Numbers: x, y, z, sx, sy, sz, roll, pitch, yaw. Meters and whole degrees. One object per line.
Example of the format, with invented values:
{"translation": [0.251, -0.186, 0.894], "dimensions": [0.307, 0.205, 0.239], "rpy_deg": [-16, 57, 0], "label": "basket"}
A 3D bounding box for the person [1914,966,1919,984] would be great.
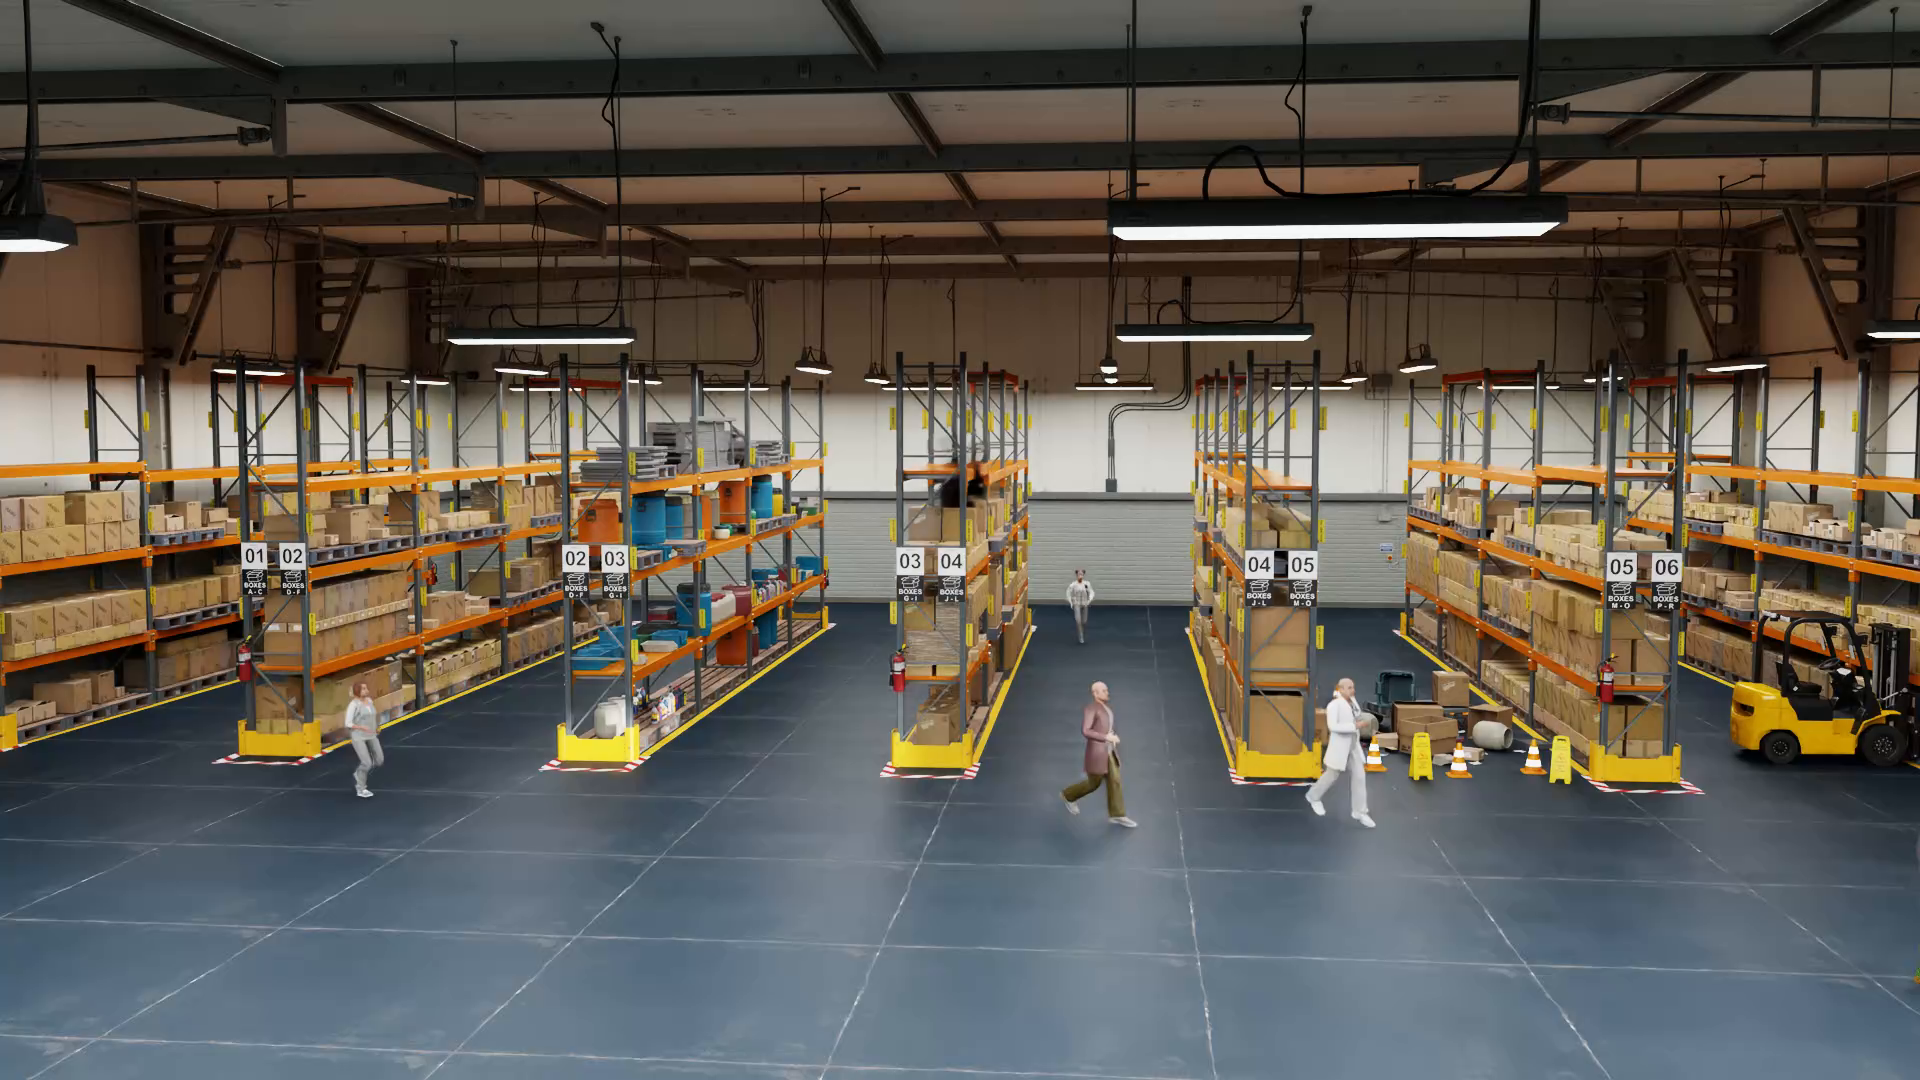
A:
{"translation": [8.678, 3.097, 14.290], "dimensions": [0.788, 1.836, 0.637], "rpy_deg": [4, 5, 41], "label": "person"}

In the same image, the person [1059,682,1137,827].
{"translation": [1.712, 2.683, 20.623], "dimensions": [1.053, 1.687, 0.713], "rpy_deg": [3, 5, 34], "label": "person"}

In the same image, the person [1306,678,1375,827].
{"translation": [4.760, 2.608, 20.745], "dimensions": [0.691, 1.793, 1.039], "rpy_deg": [-3, 5, -36], "label": "person"}

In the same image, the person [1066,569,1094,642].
{"translation": [2.750, 1.486, 37.977], "dimensions": [0.657, 1.661, 0.587], "rpy_deg": [0, 4, -3], "label": "person"}

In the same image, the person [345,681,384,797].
{"translation": [-7.924, 2.650, 22.150], "dimensions": [0.551, 1.553, 0.529], "rpy_deg": [2, 5, 28], "label": "person"}
